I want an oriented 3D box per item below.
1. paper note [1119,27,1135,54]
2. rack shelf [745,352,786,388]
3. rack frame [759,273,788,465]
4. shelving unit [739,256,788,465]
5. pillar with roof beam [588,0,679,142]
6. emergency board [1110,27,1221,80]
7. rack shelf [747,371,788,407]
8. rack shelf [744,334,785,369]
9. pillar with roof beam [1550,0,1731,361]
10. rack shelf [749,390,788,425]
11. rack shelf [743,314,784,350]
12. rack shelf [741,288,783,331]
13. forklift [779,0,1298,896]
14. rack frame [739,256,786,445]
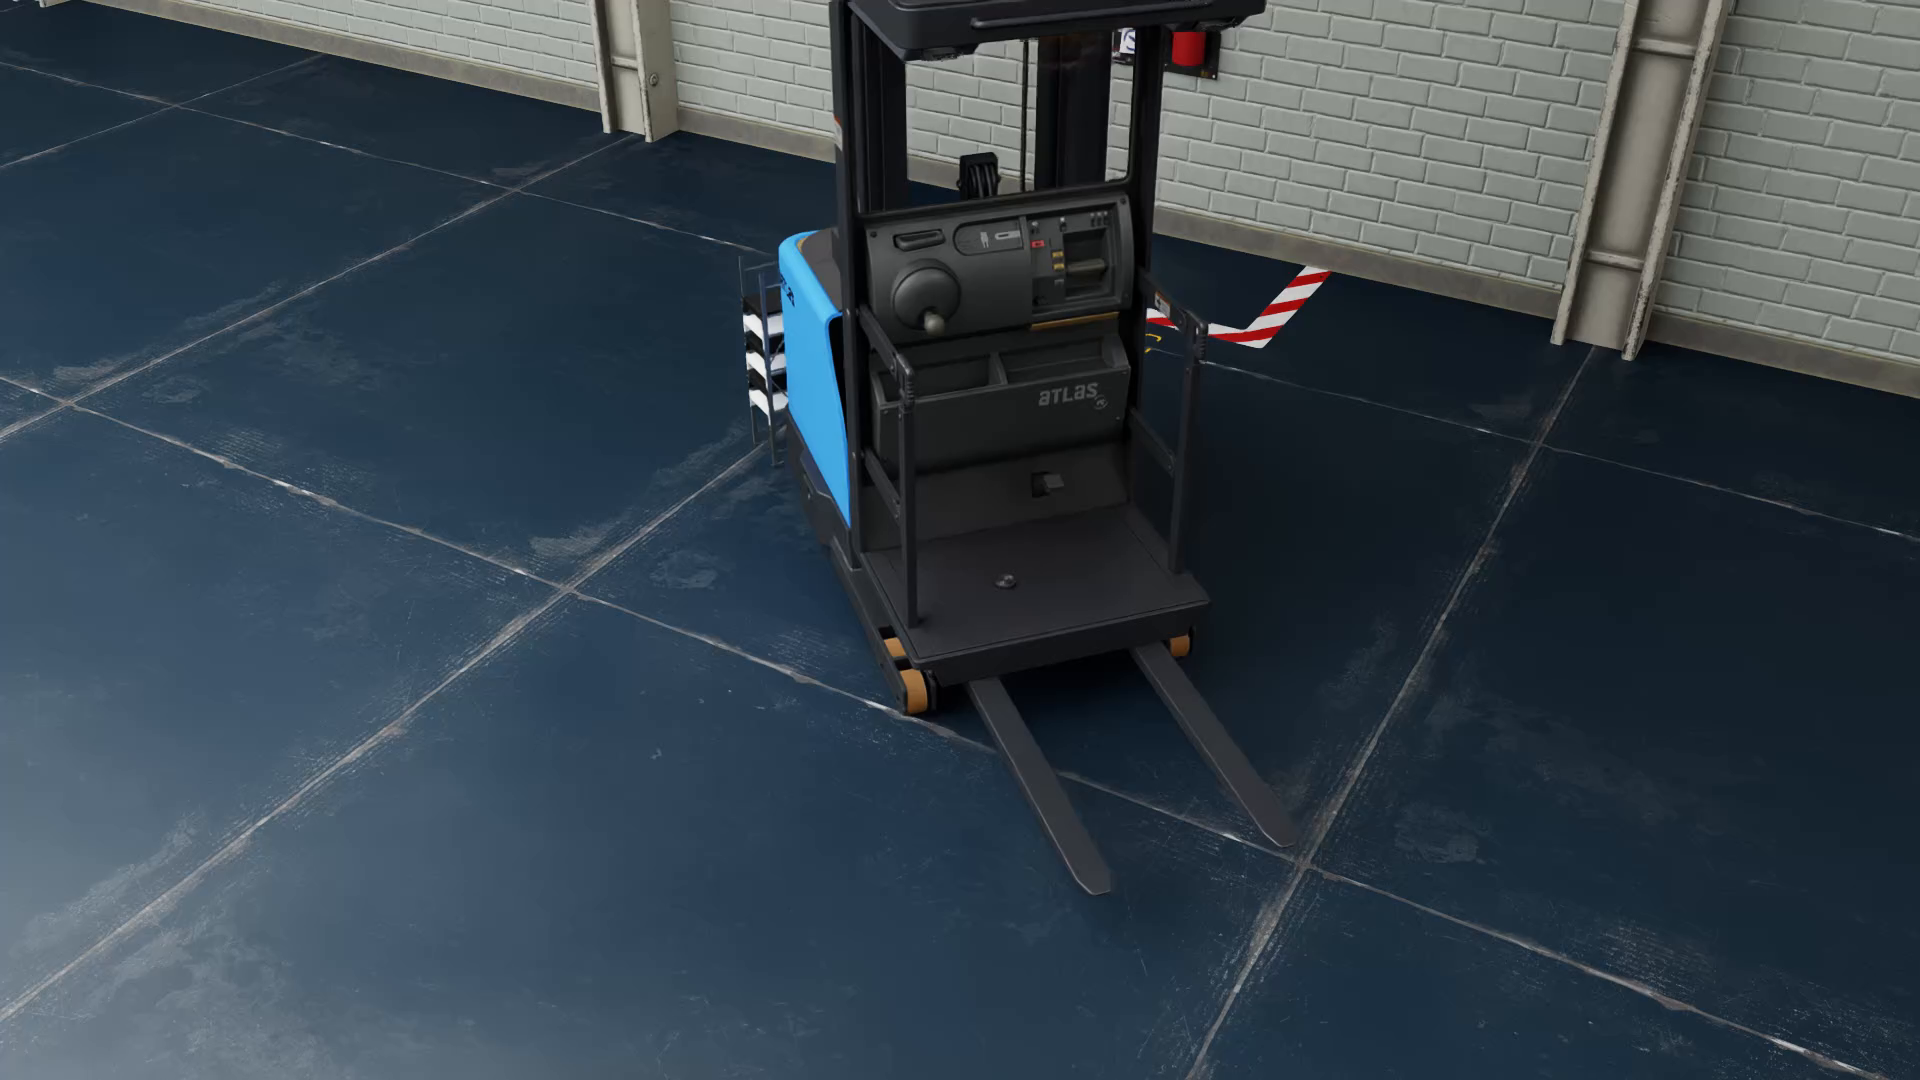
[{"bbox_3d":[0.917,-2.656,8.827,0.142,0.148,0.016,18,37,24],"label":"paper note"},{"bbox_3d":[-0.761,-0.755,7.132,0.258,0.077,0.200,-18,37,-25],"label":"rack shelf"},{"bbox_3d":[-0.710,-0.734,7.040,0.240,0.900,0.006,-18,37,-25],"label":"rack frame"},{"bbox_3d":[-0.761,-0.783,7.113,0.258,0.900,0.210,-18,37,-25],"label":"shelving unit"},{"bbox_3d":[-4.183,-4.318,5.116,0.400,9.000,9.100,18,37,24],"label":"pillar with roof beam"},{"bbox_3d":[1.036,-2.941,8.460,0.643,1.169,0.194,18,37,24],"label":"emergency board"},{"bbox_3d":[-0.761,-0.680,7.181,0.258,0.077,0.200,-18,37,-25],"label":"rack shelf"},{"bbox_3d":[-0.761,-0.830,7.082,0.258,0.077,0.200,-18,37,-25],"label":"rack shelf"},{"bbox_3d":[1.027,-2.668,2.638,0.400,9.000,9.100,18,37,24],"label":"pillar with roof beam"},{"bbox_3d":[-0.760,-0.605,7.231,0.258,0.077,0.200,-18,37,-25],"label":"rack shelf"},{"bbox_3d":[-0.761,-0.905,7.032,0.258,0.077,0.200,-18,37,-25],"label":"rack shelf"},{"bbox_3d":[-0.761,-0.980,6.982,0.258,0.077,0.200,-18,37,-25],"label":"rack shelf"},{"bbox_3d":[0.214,-0.861,5.398,1.130,2.935,3.031,-11,35,-15],"label":"forklift"},{"bbox_3d":[-0.812,-0.831,7.187,0.240,0.900,0.006,-18,37,-25],"label":"rack frame"}]
